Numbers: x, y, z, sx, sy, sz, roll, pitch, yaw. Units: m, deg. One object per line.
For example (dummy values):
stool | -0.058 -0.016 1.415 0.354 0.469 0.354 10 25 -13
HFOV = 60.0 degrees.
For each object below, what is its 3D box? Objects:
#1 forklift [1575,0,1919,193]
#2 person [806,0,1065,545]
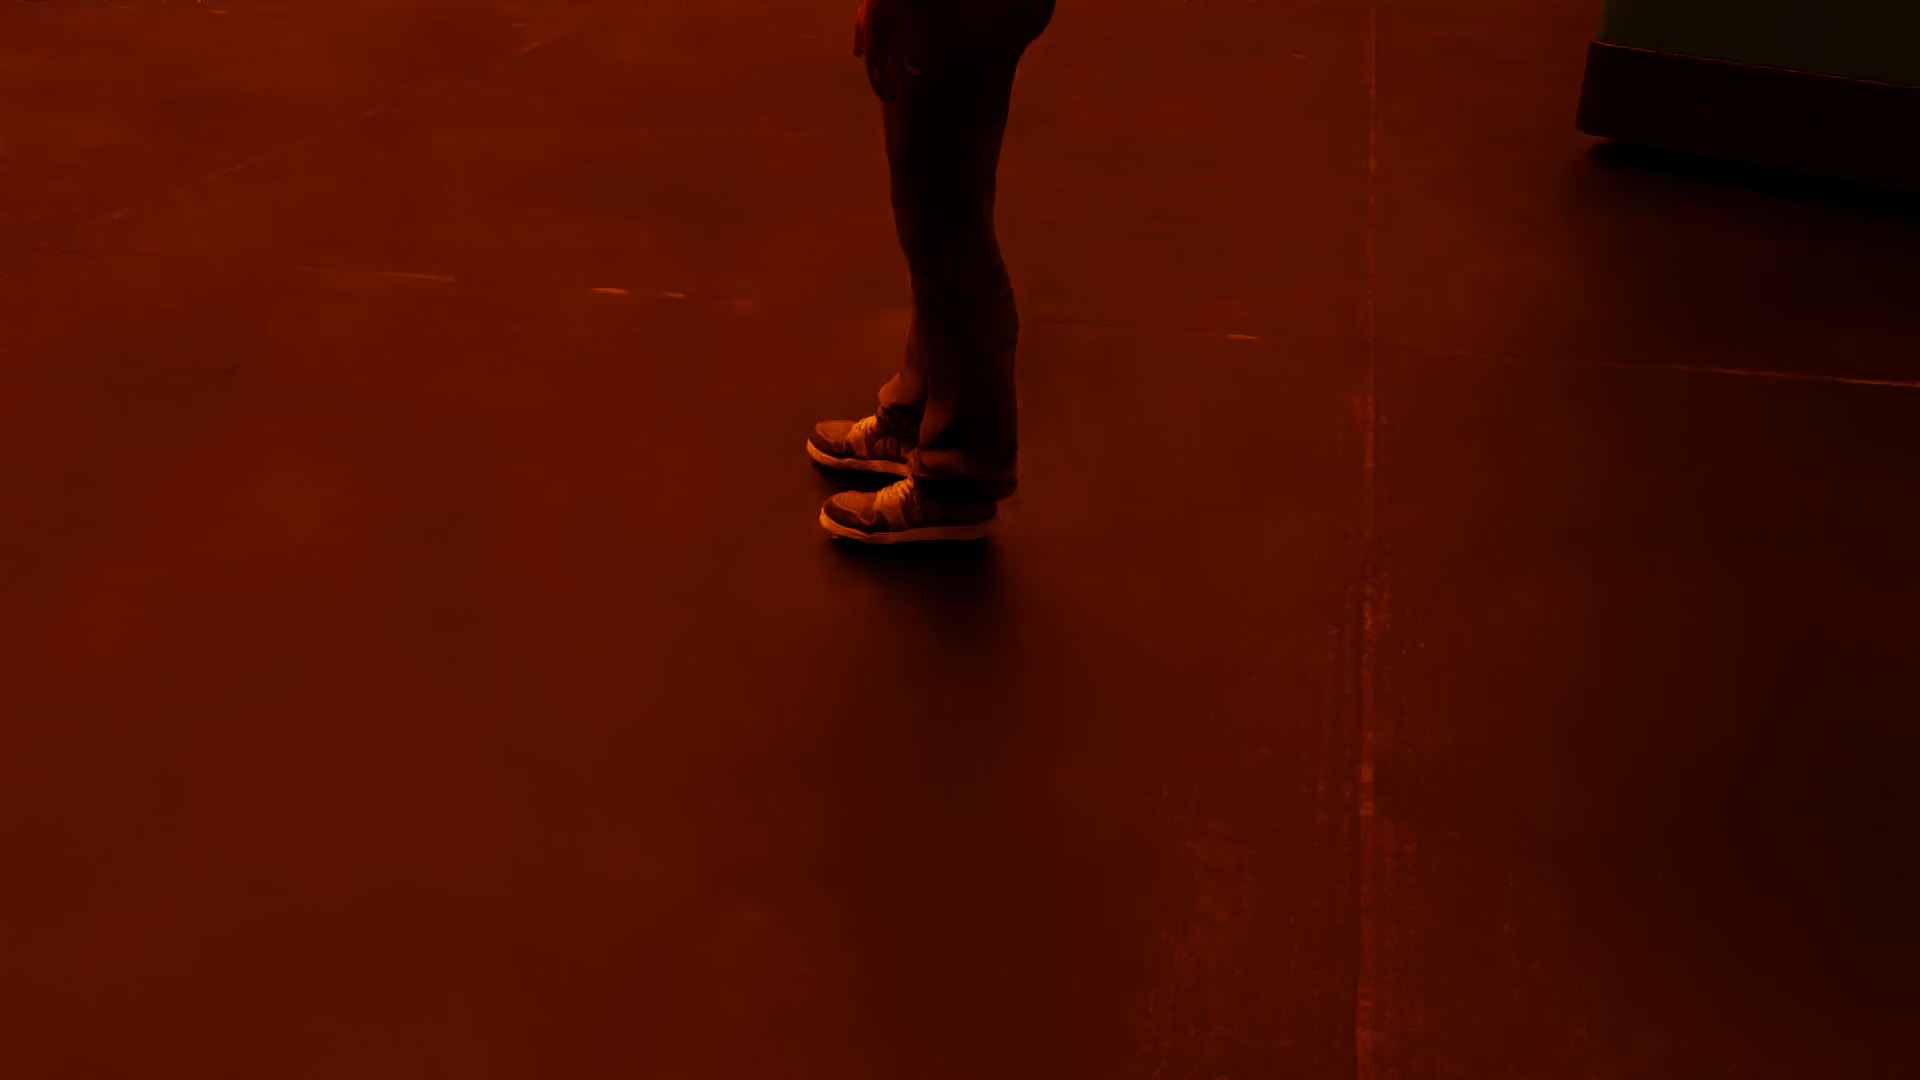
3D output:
forklift | 3.109 -2.679 4.556 3.031 2.935 1.130 -24 35 -38
person | -0.069 -0.733 2.164 0.474 1.597 0.521 6 27 11
